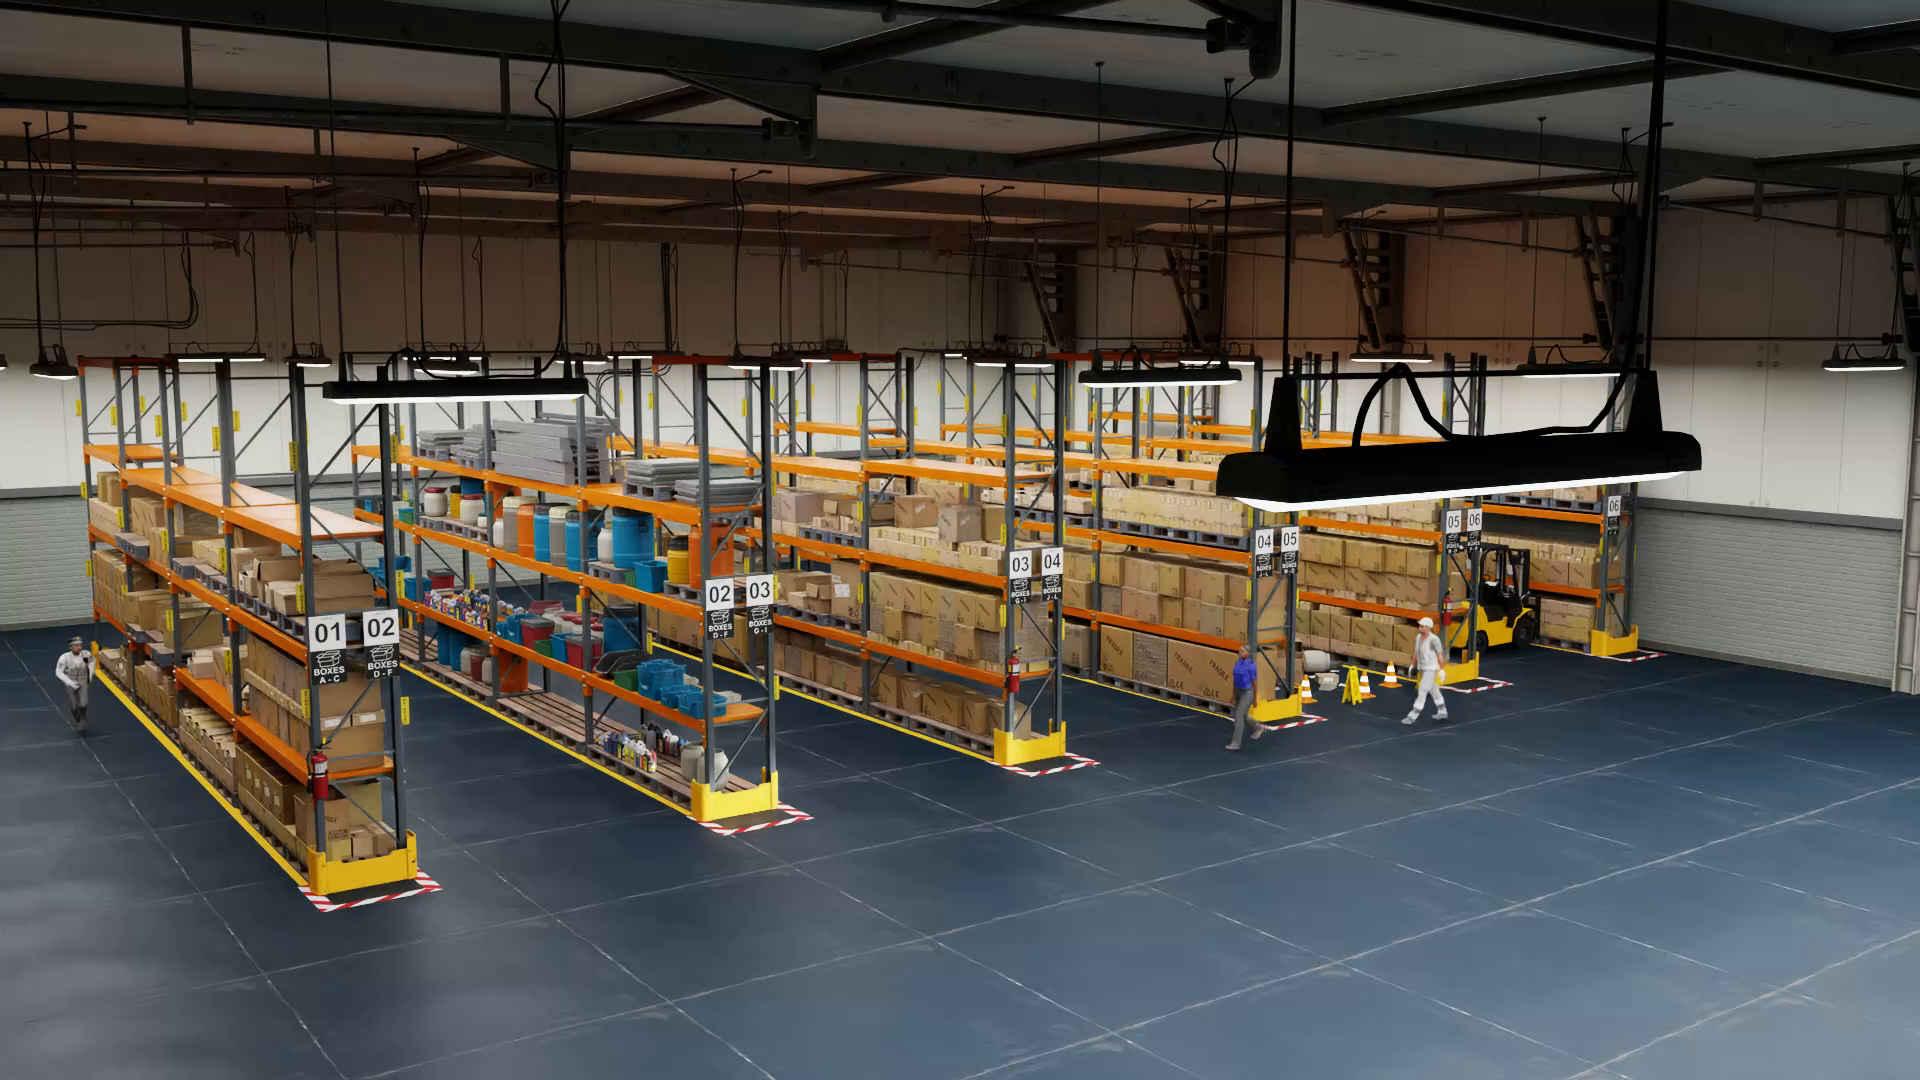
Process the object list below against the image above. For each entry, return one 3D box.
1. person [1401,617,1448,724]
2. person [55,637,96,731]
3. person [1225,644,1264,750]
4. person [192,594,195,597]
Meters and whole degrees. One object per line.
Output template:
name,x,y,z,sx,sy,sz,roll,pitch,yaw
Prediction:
person,7.640,2.127,27.391,0.993,1.724,0.584,-2,7,-19
person,-14.188,2.308,26.725,0.575,1.600,0.692,-3,8,-25
person,4.439,2.406,25.775,0.965,1.599,0.447,-5,8,-35
person,-15.496,1.411,33.580,0.684,1.724,0.602,-6,9,-42
